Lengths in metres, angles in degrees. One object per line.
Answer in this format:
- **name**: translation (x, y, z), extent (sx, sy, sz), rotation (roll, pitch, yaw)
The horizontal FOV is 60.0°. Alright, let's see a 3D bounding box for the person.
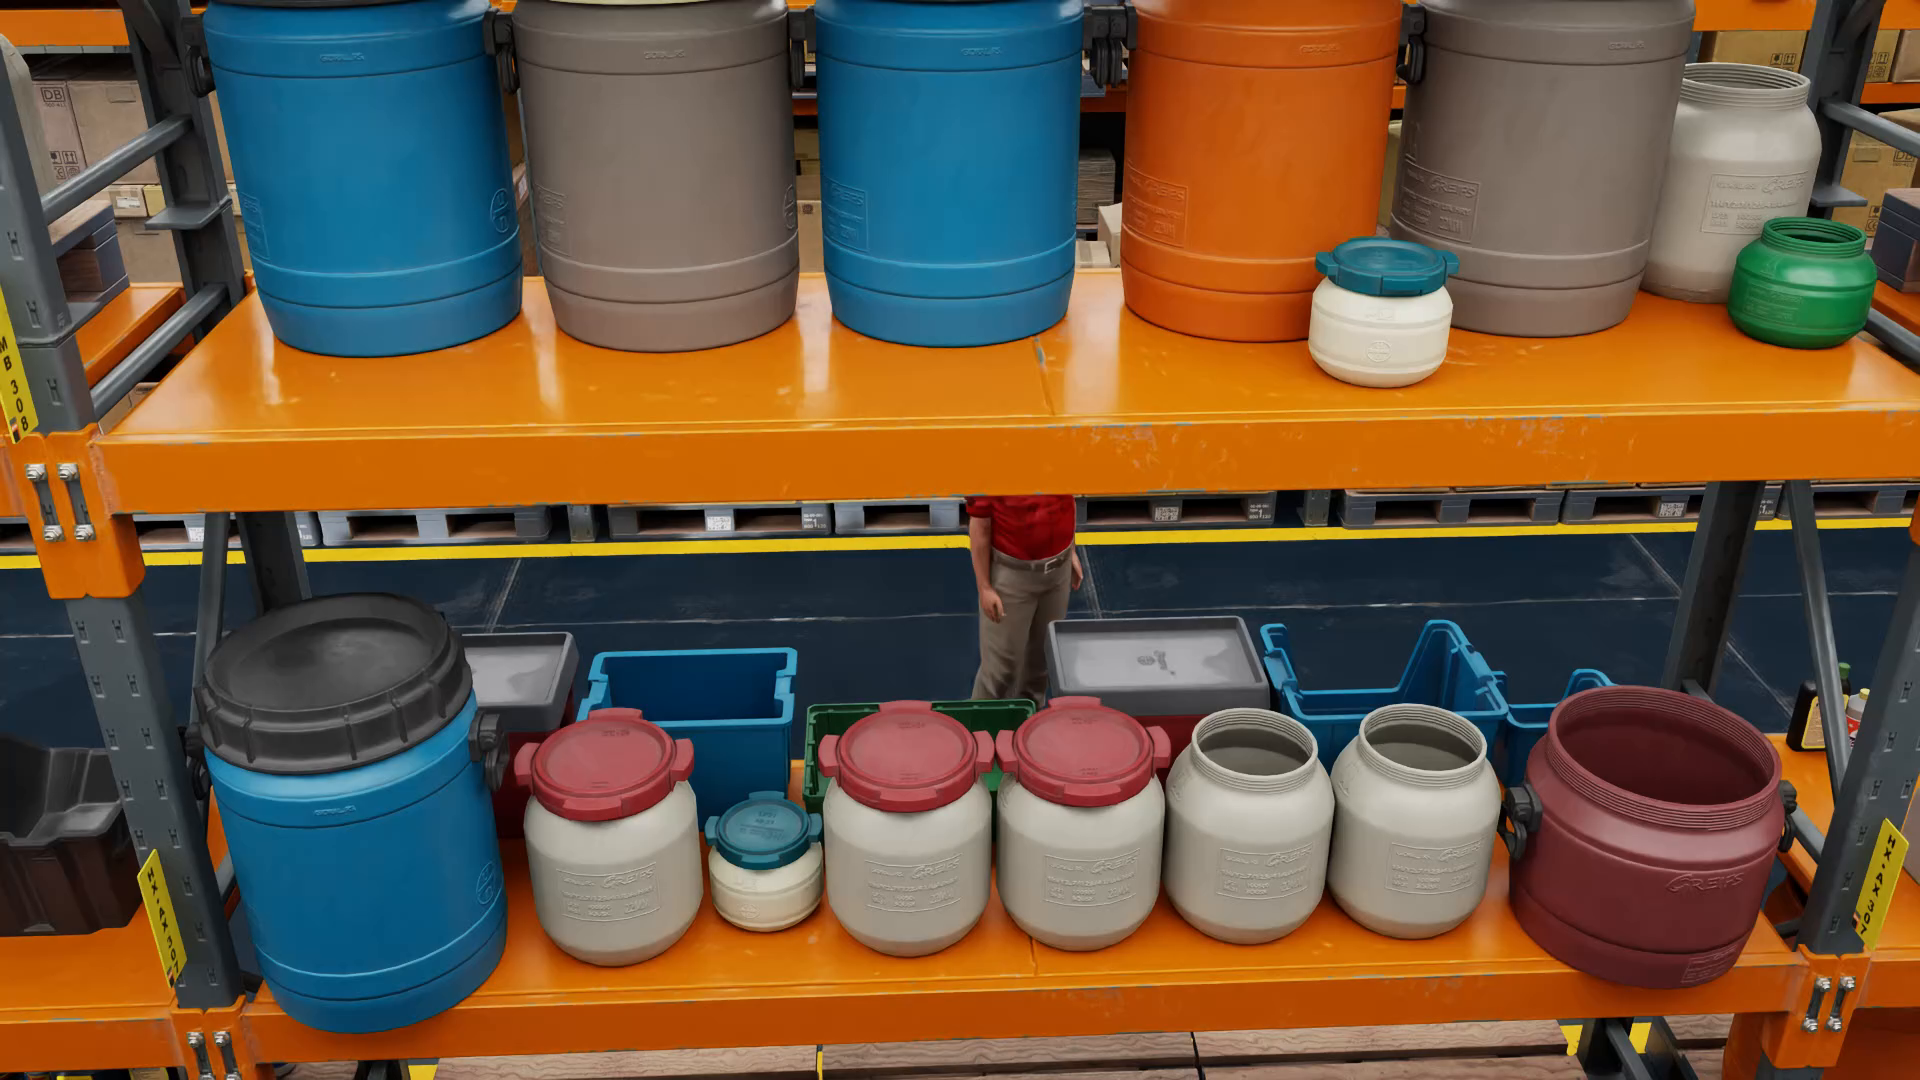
- **person**: translation (0.261, 0.159, 6.831), extent (0.638, 1.745, 0.385), rotation (-20, 33, -33)
